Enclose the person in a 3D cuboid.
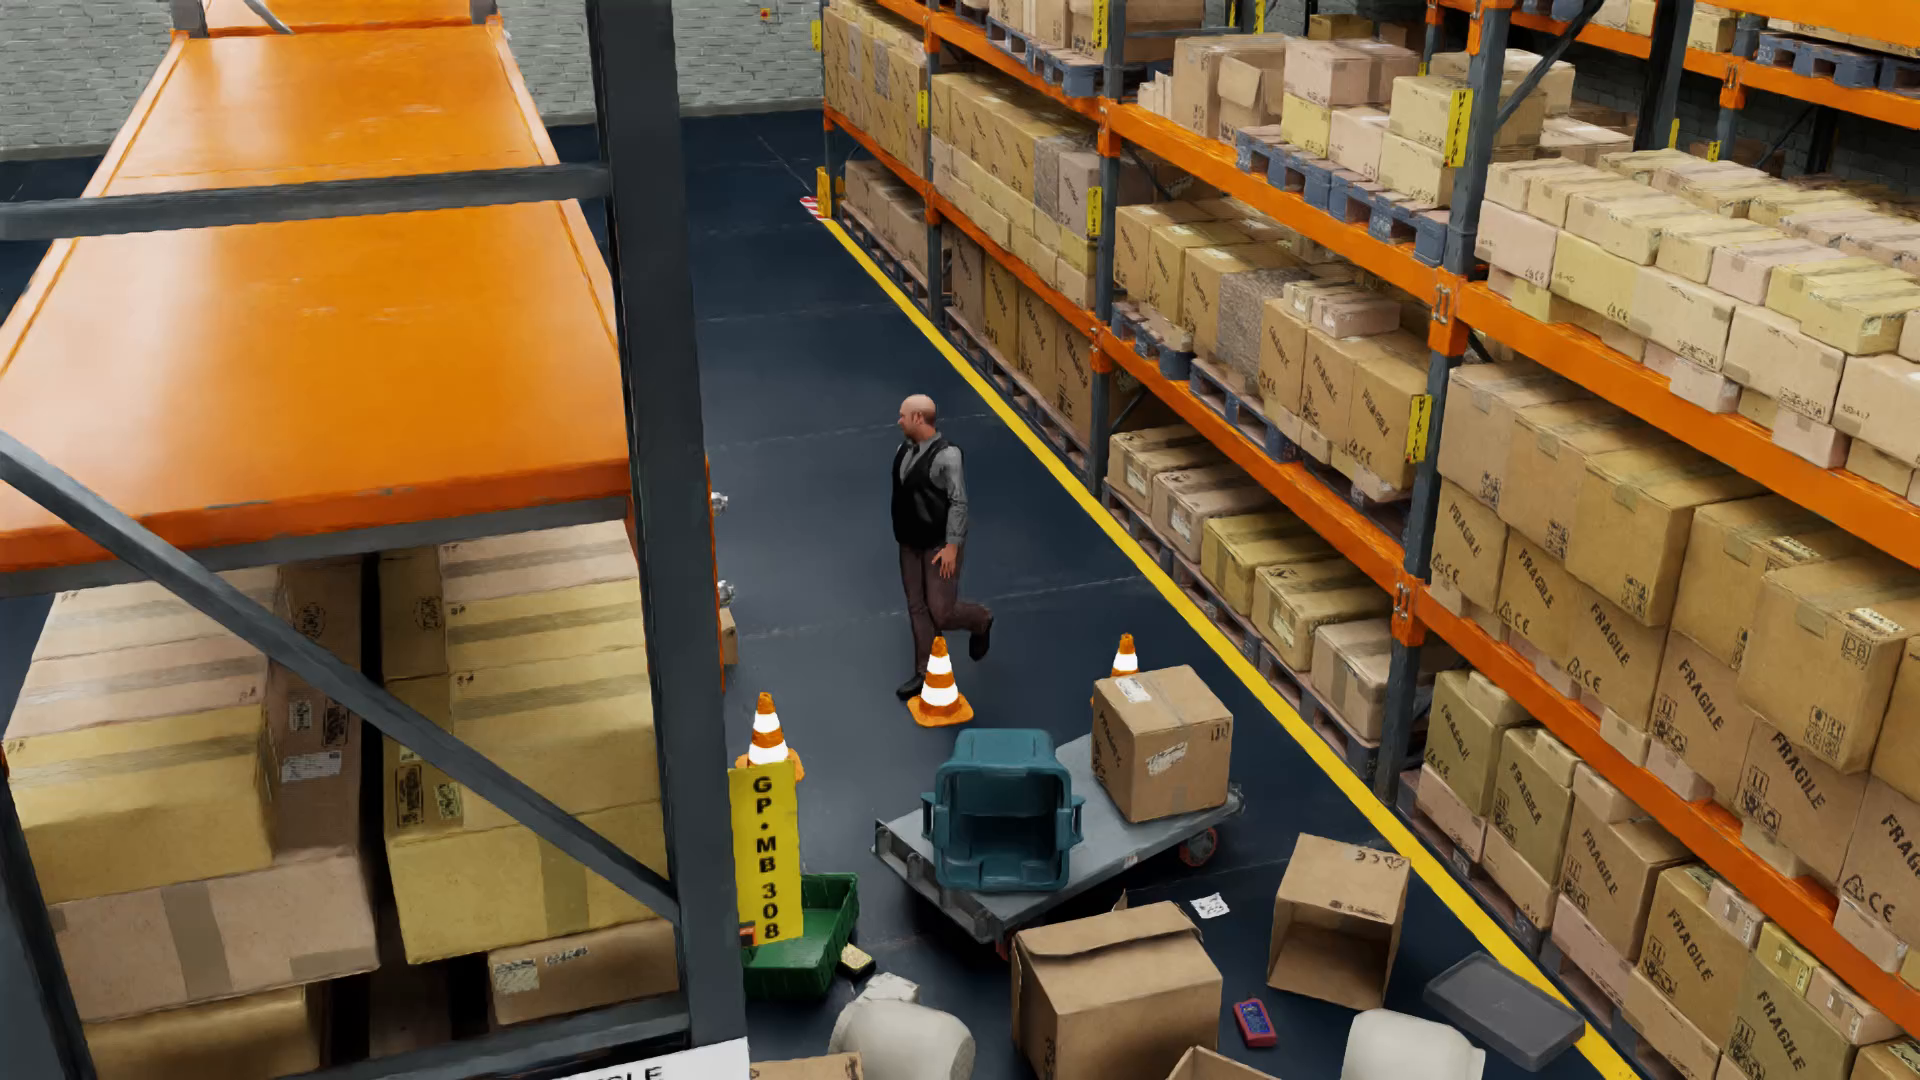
[{"bbox_3d":[-0.171,0.004,9.415,0.717,1.685,0.592,-21,33,-36],"label":"person"}]
